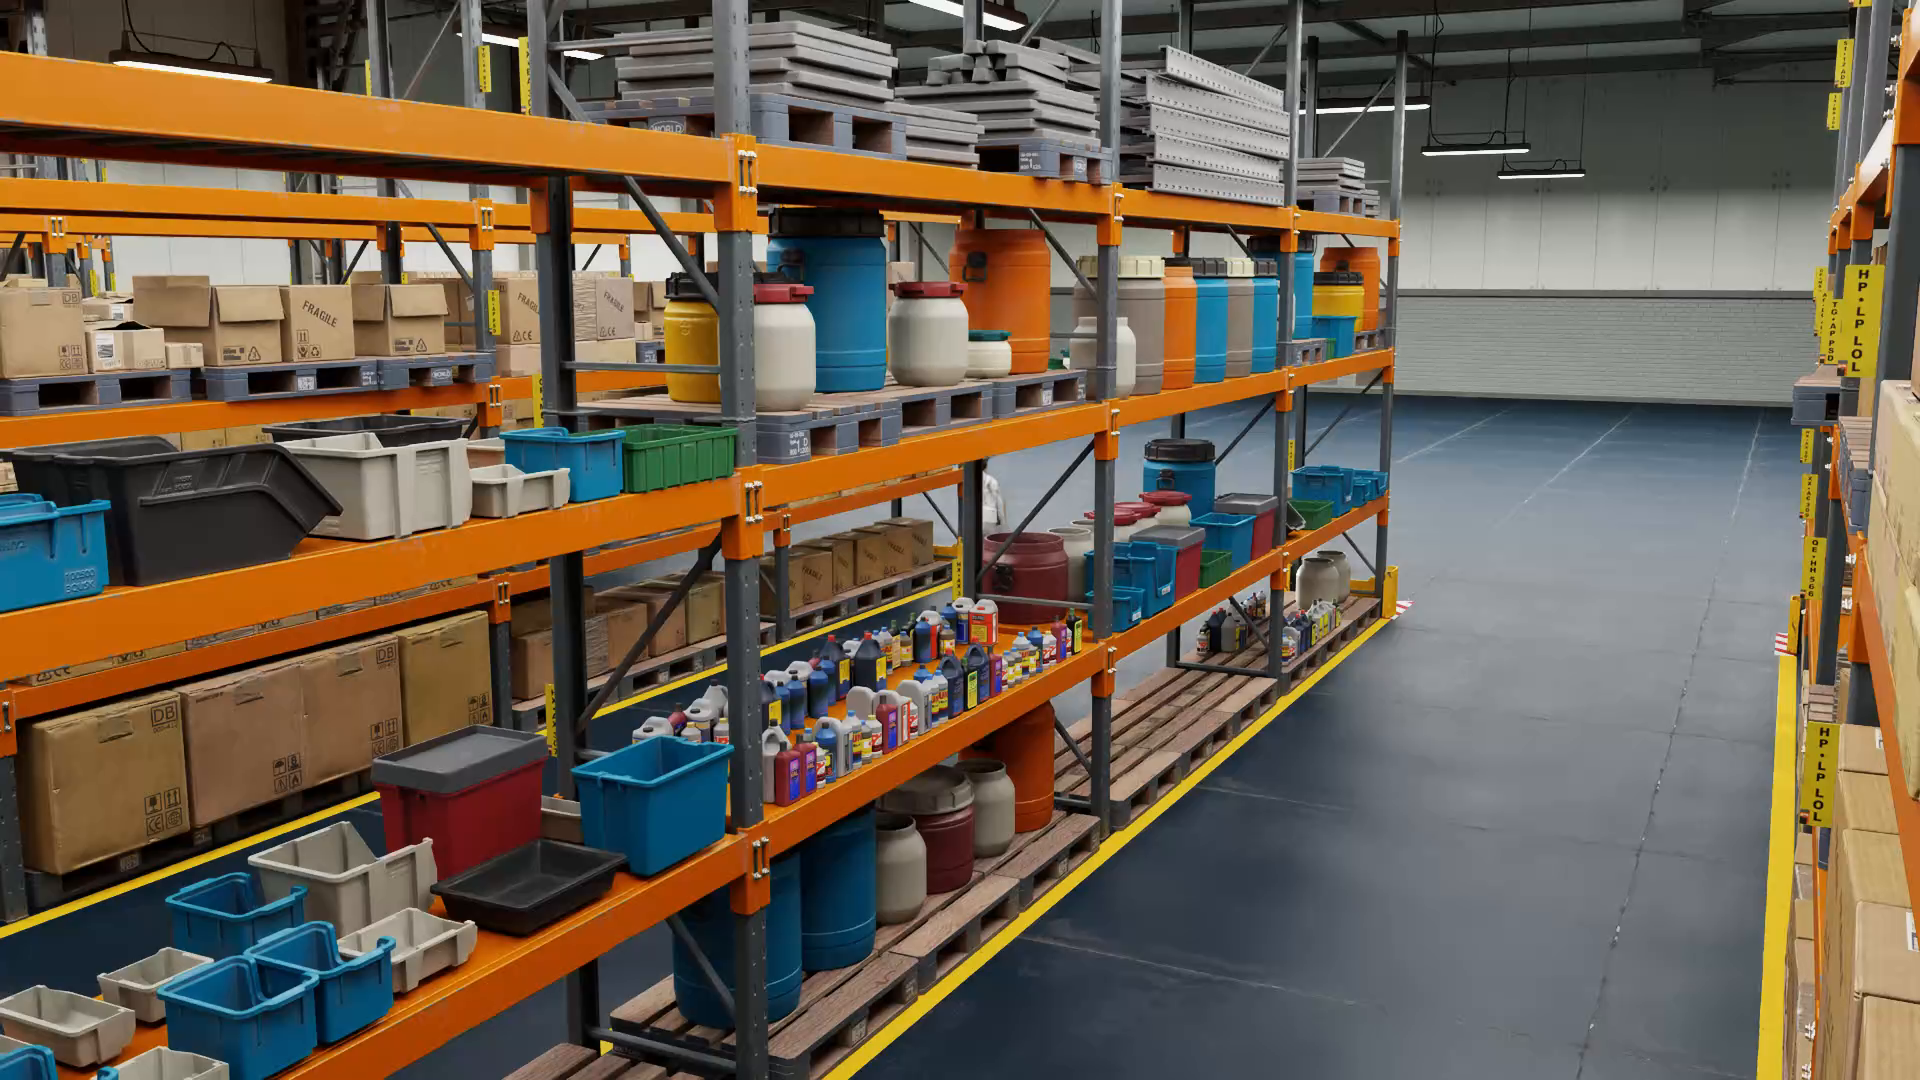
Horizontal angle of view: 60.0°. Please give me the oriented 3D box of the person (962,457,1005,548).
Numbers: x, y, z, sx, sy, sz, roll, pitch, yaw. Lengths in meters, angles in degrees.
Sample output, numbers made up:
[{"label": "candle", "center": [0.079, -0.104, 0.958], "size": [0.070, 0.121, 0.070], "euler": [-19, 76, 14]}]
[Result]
[{"label": "person", "center": [0.256, -0.171, 18.382], "size": [0.416, 1.687, 0.523], "euler": [4, 10, 24]}]
